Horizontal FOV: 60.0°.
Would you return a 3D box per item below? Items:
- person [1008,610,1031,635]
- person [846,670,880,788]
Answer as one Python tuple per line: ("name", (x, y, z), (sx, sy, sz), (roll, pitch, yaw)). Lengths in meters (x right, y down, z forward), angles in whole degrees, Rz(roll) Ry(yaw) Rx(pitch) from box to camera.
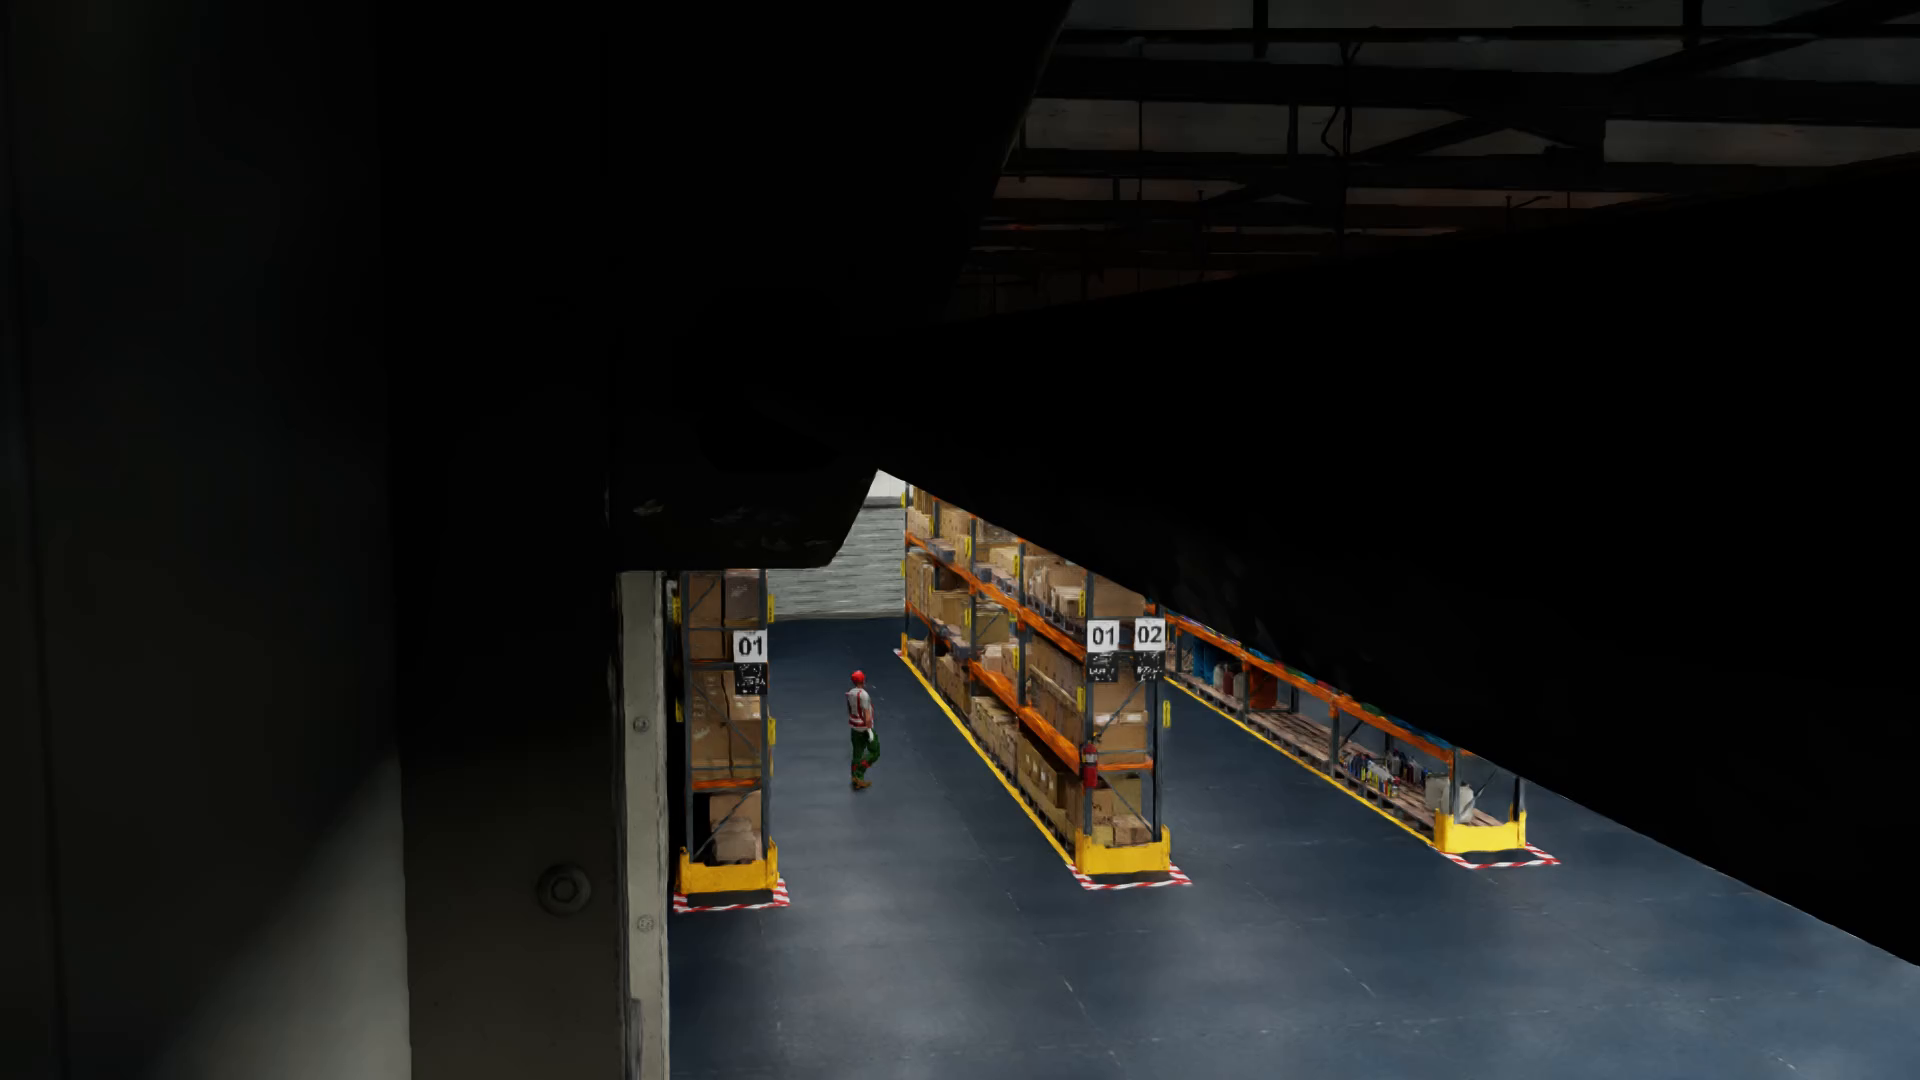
("person", (1.236, 1.750, 36.051), (0.719, 1.714, 0.578), (-1, 6, -12))
("person", (-1.496, 2.848, 25.022), (0.443, 1.786, 0.589), (-4, 7, -37))
